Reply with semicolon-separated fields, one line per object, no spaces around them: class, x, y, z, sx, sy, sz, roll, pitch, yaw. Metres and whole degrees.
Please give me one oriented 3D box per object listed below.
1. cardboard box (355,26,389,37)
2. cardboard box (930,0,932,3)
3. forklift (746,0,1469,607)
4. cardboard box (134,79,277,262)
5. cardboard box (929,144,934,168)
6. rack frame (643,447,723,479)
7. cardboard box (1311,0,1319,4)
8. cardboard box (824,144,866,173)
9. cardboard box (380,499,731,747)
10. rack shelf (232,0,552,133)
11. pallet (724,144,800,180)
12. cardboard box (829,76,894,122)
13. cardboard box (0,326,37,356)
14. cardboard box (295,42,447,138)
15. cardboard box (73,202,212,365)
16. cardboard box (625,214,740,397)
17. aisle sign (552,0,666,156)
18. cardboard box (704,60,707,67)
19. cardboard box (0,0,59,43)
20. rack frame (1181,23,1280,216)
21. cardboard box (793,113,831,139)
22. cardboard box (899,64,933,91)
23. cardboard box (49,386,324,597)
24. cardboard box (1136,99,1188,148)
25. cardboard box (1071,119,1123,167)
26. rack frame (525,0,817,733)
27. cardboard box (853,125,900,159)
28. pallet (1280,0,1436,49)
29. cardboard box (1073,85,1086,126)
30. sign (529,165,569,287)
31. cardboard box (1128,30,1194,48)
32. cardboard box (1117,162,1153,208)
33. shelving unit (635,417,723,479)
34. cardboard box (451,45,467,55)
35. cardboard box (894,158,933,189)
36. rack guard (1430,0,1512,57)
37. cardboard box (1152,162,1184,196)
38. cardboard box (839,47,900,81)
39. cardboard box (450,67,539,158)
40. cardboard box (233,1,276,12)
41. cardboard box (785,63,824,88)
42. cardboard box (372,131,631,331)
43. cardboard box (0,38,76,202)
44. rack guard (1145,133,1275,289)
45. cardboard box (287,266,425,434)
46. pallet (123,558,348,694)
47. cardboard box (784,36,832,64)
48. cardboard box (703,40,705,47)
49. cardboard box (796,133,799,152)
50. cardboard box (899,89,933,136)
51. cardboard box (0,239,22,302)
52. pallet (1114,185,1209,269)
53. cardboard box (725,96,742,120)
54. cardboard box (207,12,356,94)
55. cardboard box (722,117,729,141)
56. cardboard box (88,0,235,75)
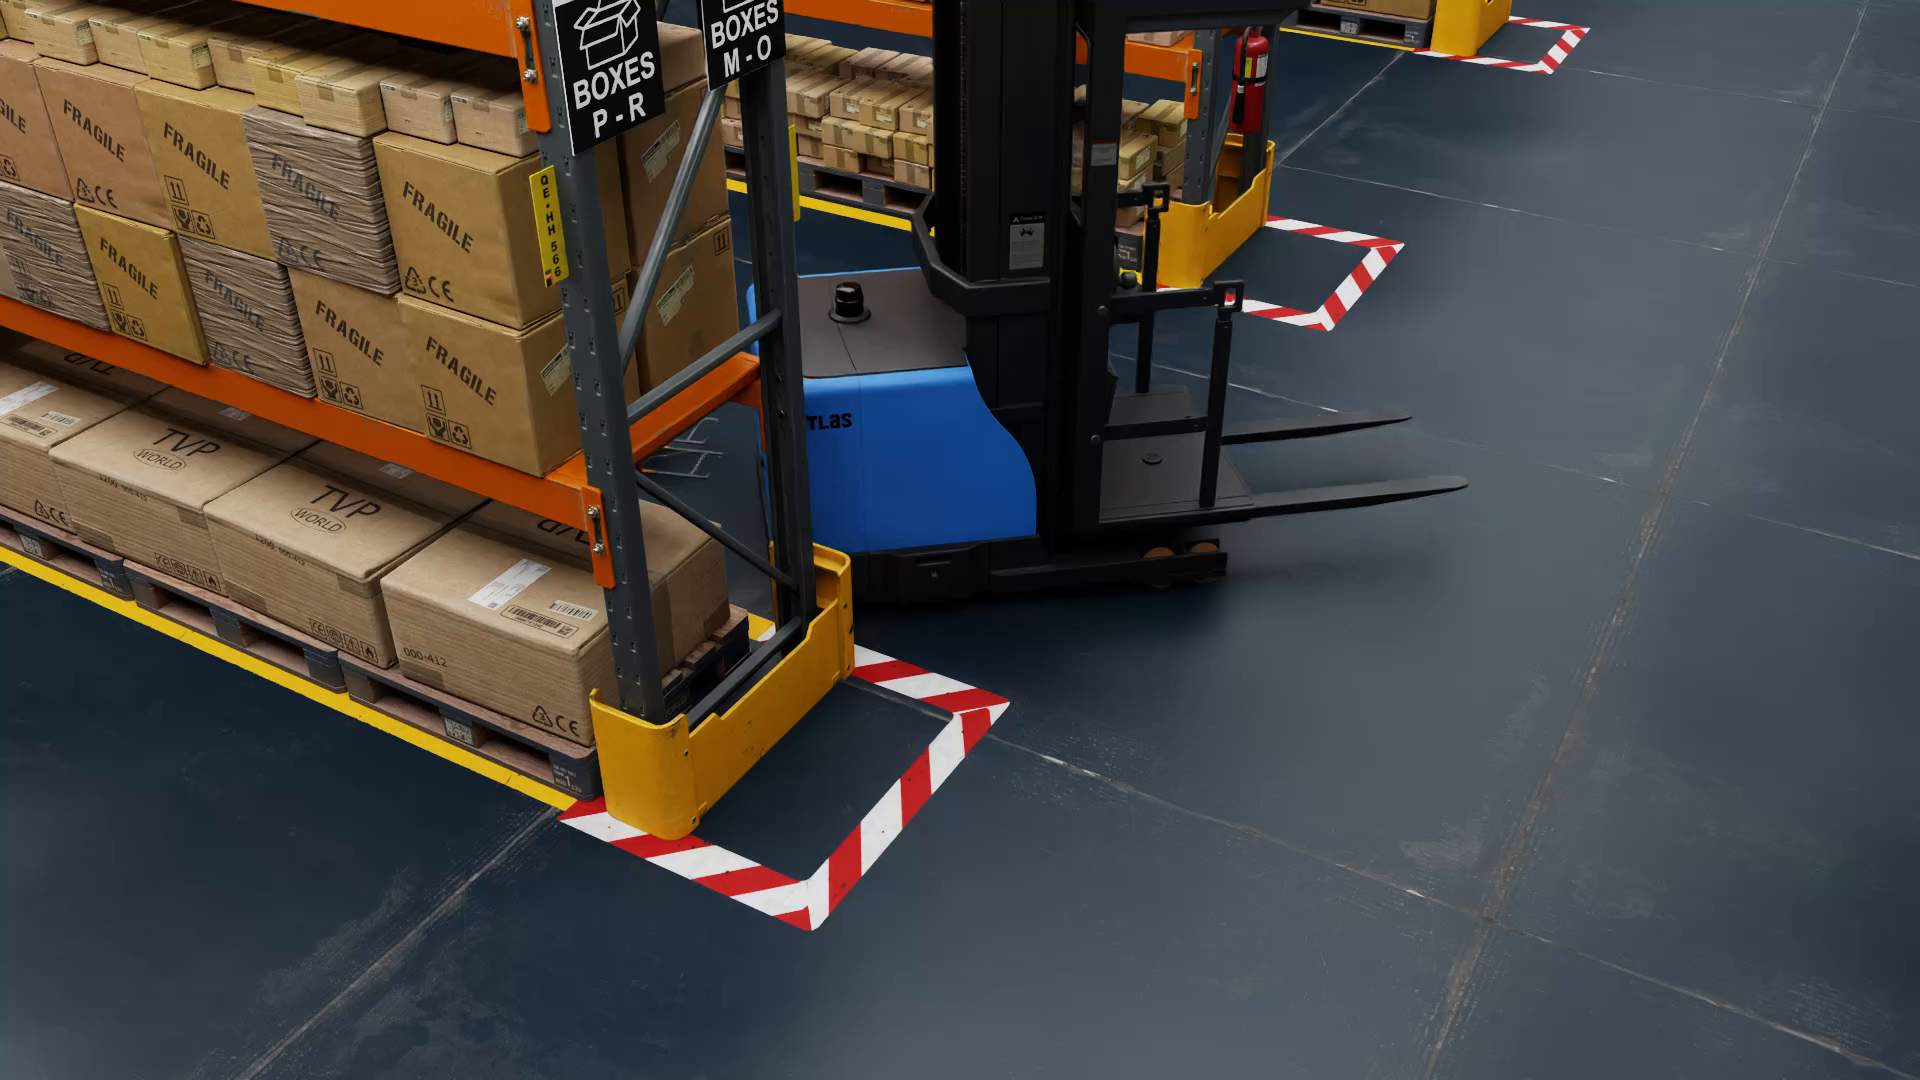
cardboard box;-1.940;-1.773;5.628;0.250;0.149;0.380;18;38;25
cardboard box;0.024;-3.195;9.568;0.250;0.149;0.380;16;37;22
forklift;0.661;-1.305;6.565;3.031;2.935;1.130;-6;34;-9
cardboard box;-2.279;-1.282;5.477;0.500;0.500;0.500;17;37;24
cardboard box;0.014;-2.347;9.993;0.250;0.149;0.380;18;38;25
rack frame;-1.733;-0.411;7.858;1.200;0.006;0.240;6;34;9
cardboard box;2.686;-4.986;13.569;0.875;0.875;0.875;18;37;24
cardboard box;-0.647;-2.445;10.409;0.250;0.149;0.380;17;37;23
cardboard box;-1.469;0.219;6.147;0.875;0.438;0.875;16;37;23
rack shelf;-2.583;-2.038;5.547;4.000;0.370;1.077;18;37;24
pallet;-1.350;-2.721;11.145;1.213;0.211;1.003;18;37;24
cardboard box;-0.605;-2.735;10.307;0.250;0.149;0.380;16;37;22
cardboard box;-4.897;-1.061;7.676;0.875;0.875;0.875;19;38;26
cardboard box;-1.755;-1.358;5.005;0.250;0.149;0.380;17;37;24
cardboard box;-2.731;-1.004;5.961;0.500;0.500;0.500;19;38;26
cardboard box;-1.120;-0.851;5.731;0.500;0.500;0.500;17;37;24
aisle sign;-0.937;-1.452;4.379;0.004;0.787;0.394;18;37;24
cardboard box;-1.545;-2.986;10.684;0.250;0.149;0.380;20;38;27
cardboard box;-3.040;-1.828;5.711;0.250;0.149;0.380;17;37;24
rack frame;1.522;-2.949;8.972;0.127;3.000;1.000;18;37;24
cardboard box;-0.841;-2.669;10.476;0.250;0.149;0.380;19;38;27
cardboard box;-0.182;-2.868;10.507;0.250;0.149;0.380;18;38;25
cardboard box;-3.050;-0.277;6.893;0.875;0.438;0.875;16;37;23
cardboard box;1.236;-2.492;9.943;0.250;0.149;0.380;16;37;22
cardboard box;0.747;-2.305;9.662;0.250;0.149;0.380;18;38;25
rack frame;-0.846;-0.539;5.353;0.127;3.000;1.000;18;37;24
cardboard box;-0.452;-2.489;10.206;0.250;0.149;0.380;18;38;25
pallet;3.338;-4.329;13.561;1.213;0.211;1.003;18;37;24
cardboard box;0.782;-2.641;10.166;0.250;0.149;0.380;17;37;24
sign;-1.127;-0.862;4.580;0.005;0.325;0.100;18;37;24
cardboard box;1.099;-2.798;8.972;0.250;0.149;0.380;18;38;24
cardboard box;0.922;-2.069;9.575;0.250;0.149;0.380;17;37;23
shelving unit;-1.733;-0.488;7.808;1.200;0.189;0.258;6;34;9
cardboard box;-1.449;-1.662;5.462;0.250;0.149;0.380;19;38;26
cardboard box;-0.199;-2.304;10.197;0.250;0.149;0.380;18;38;25
rack guard;4.092;-4.261;13.198;0.348;0.500;1.175;18;37;24
cardboard box;1.226;-2.235;10.094;0.250;0.149;0.380;18;38;25
cardboard box;-0.584;-3.057;10.791;0.250;0.149;0.380;16;37;22
cardboard box;-1.257;-1.269;4.872;0.250;0.149;0.380;18;38;25
cardboard box;-2.342;-1.944;5.886;0.250;0.149;0.380;17;37;23
cardboard box;-1.063;-2.879;10.524;0.250;0.149;0.380;17;37;23
cardboard box;-1.383;-1.015;5.075;0.500;0.500;0.500;19;38;26
cardboard box;-3.151;-1.561;5.896;0.500;0.500;0.500;18;38;25
rack guard;1.456;-1.929;9.696;0.348;0.500;1.175;18;37;24
cardboard box;-1.824;-0.731;5.551;0.500;0.500;0.500;17;37;23
pallet;-2.634;0.103;6.904;1.213;0.211;1.003;18;37;24
cardboard box;-1.051;-3.196;11.000;0.250;0.149;0.380;17;37;24
cardboard box;-1.513;-3.312;11.174;0.250;0.149;0.380;19;38;26
cardboard box;-1.076;-2.620;10.671;0.250;0.149;0.380;17;37;23
cardboard box;-0.169;-2.590;10.089;0.250;0.149;0.380;16;37;23
cardboard box;-3.607;-1.285;6.384;0.500;0.500;0.500;18;38;25
pallet;0.769;-2.050;10.137;1.213;0.211;1.003;18;37;24
cardboard box;-1.301;-2.831;10.720;0.250;0.149;0.380;17;37;24
cardboard box;-2.145;-1.553;5.298;0.250;0.149;0.380;17;37;24
cardboard box;-1.563;-2.709;10.805;0.250;0.149;0.380;19;38;26
cardboard box;-2.611;-1.675;5.481;0.250;0.149;0.380;19;38;26
